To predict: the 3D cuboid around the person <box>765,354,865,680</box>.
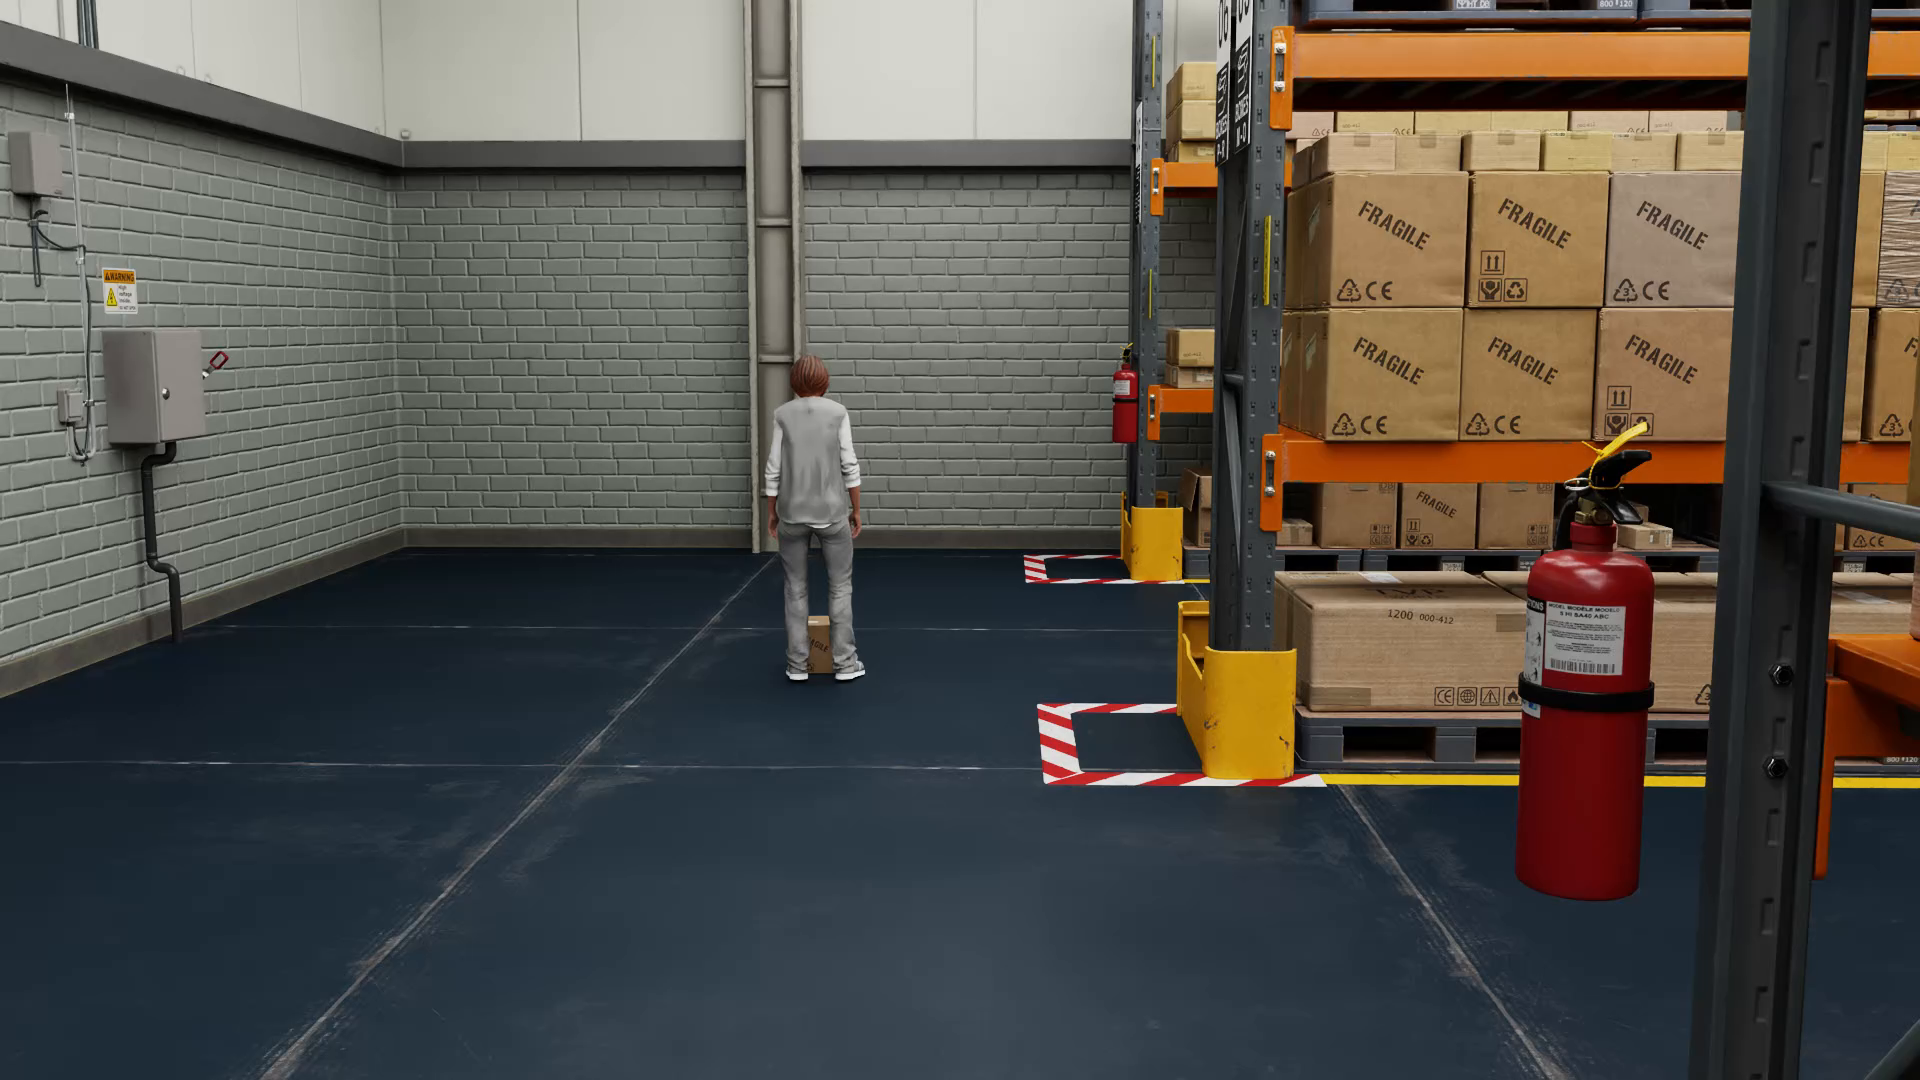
[{"bbox_3d":[-0.712,-0.104,8.122,0.473,1.593,0.350,0,7,0],"label":"person"}]
